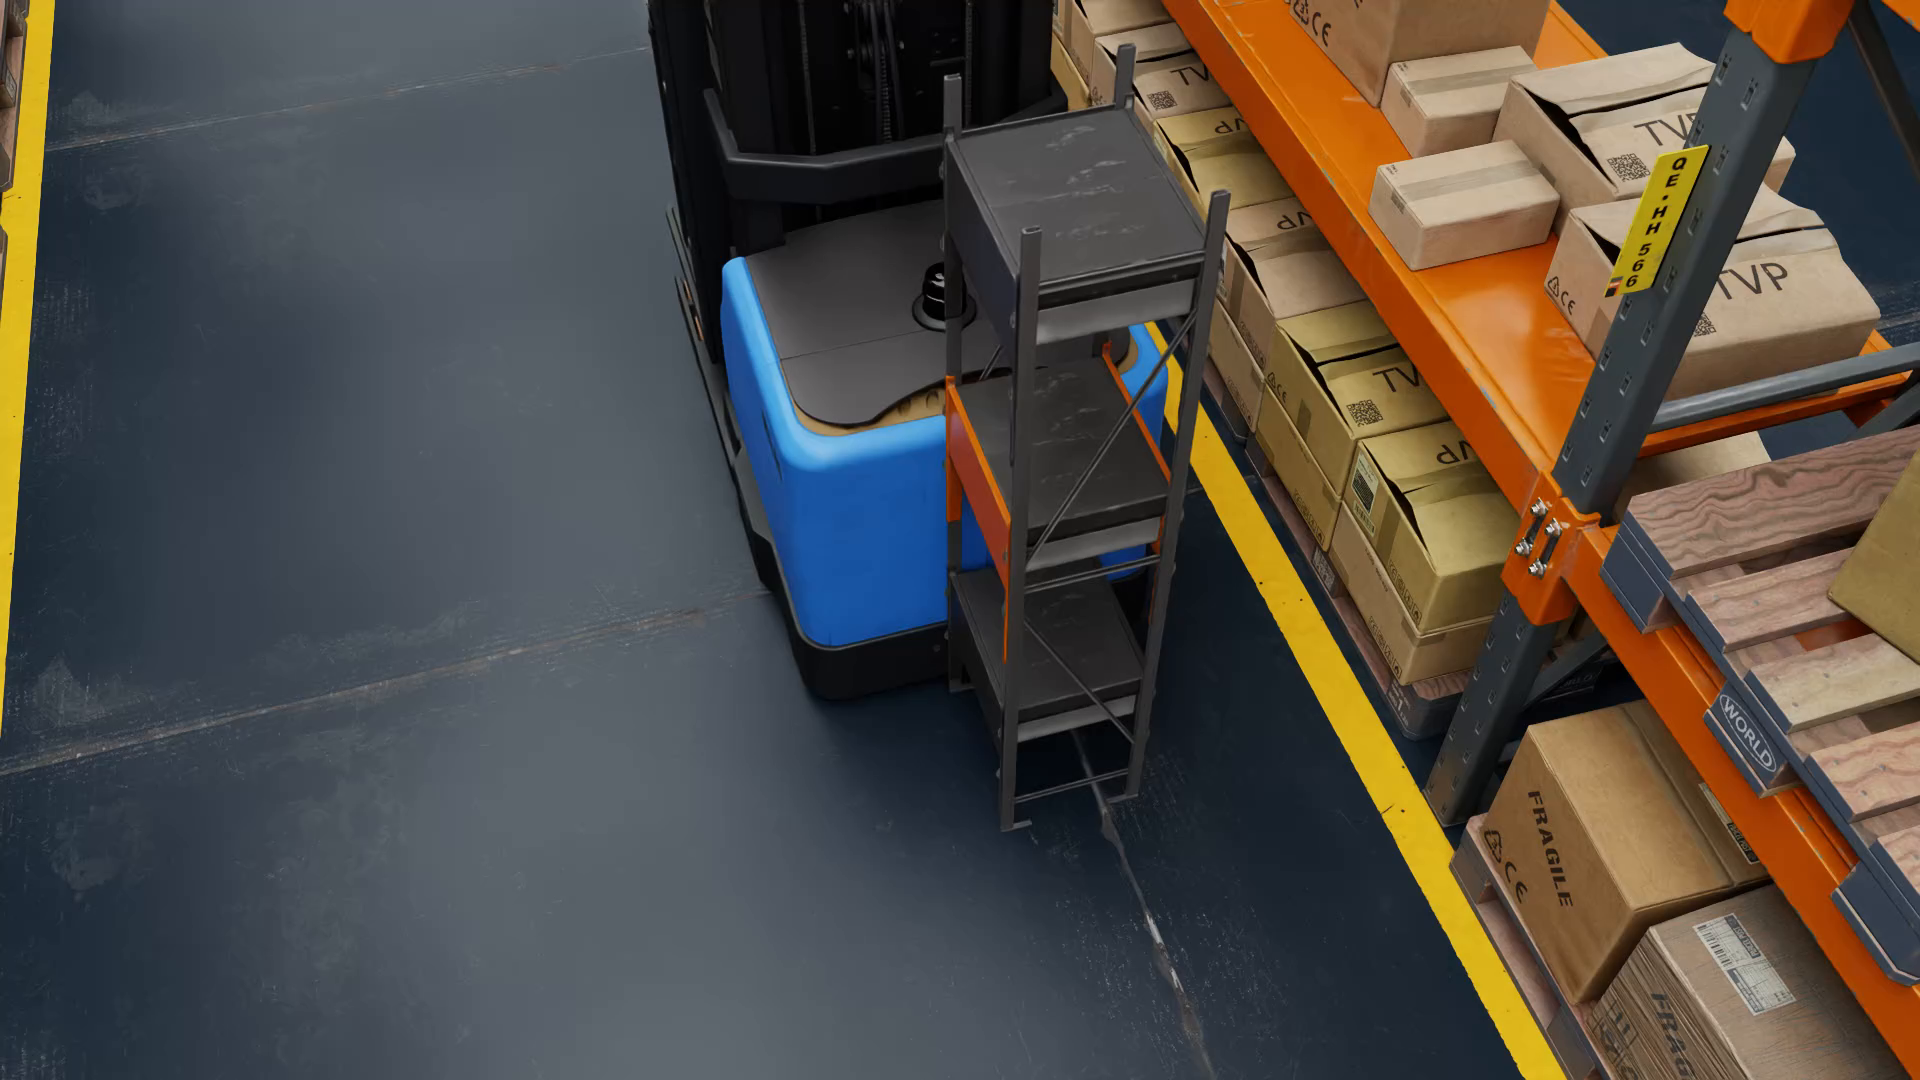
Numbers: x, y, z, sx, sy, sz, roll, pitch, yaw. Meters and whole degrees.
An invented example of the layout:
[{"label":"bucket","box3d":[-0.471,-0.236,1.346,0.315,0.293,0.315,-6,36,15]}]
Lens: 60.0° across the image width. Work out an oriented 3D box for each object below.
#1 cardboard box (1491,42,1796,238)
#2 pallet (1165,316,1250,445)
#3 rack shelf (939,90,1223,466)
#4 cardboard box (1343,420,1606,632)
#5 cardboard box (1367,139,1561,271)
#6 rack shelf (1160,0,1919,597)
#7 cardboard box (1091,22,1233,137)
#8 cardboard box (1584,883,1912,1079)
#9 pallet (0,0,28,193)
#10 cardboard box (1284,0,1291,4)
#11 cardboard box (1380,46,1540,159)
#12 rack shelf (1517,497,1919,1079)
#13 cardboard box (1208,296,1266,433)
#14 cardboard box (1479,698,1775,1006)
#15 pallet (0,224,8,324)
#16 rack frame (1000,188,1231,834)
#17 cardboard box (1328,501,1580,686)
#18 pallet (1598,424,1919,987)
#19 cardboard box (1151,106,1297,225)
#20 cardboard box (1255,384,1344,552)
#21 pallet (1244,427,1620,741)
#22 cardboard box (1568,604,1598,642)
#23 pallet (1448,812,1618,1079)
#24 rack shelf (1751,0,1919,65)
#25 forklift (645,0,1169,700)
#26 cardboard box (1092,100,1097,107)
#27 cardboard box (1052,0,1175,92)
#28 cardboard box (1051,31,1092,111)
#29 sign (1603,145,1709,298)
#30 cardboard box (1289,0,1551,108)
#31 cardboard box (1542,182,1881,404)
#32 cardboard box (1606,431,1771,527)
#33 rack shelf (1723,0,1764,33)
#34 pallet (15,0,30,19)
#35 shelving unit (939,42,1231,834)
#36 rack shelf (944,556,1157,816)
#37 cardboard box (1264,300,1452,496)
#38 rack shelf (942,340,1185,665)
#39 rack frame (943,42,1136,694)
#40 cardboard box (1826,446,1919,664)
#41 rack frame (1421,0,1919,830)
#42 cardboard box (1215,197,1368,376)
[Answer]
[{"label":"cardboard box","box3d":[1.708,-0.995,4.185,0.500,0.311,0.500,-14,51,-11]},{"label":"pallet","box3d":[1.224,-0.928,5.894,1.003,0.211,1.213,-13,51,-11]},{"label":"rack shelf","box3d":[0.232,-0.539,3.434,0.431,0.518,0.480,-13,51,-11]},{"label":"cardboard box","box3d":[1.397,-0.083,4.515,0.500,0.311,0.500,-12,51,-10]},{"label":"cardboard box","box3d":[1.257,-0.840,4.161,0.380,0.149,0.250,-13,51,-11]},{"label":"rack shelf","box3d":[1.196,-1.556,5.070,1.077,0.370,4.000,-13,51,-11]},{"label":"cardboard box","box3d":[0.786,-1.575,5.773,0.500,0.311,0.500,-15,51,-12]},{"label":"cardboard box","box3d":[1.809,1.115,3.695,0.500,0.500,0.500,-15,51,-12]},{"label":"pallet","box3d":[-4.288,-1.732,6.572,1.003,0.211,1.213,-13,51,-11]},{"label":"cardboard box","box3d":[1.120,-1.965,4.879,0.500,0.500,0.500,-13,51,-11]},{"label":"cardboard box","box3d":[1.356,-1.164,4.434,0.380,0.149,0.250,-10,51,-8]},{"label":"rack shelf","box3d":[2.379,1.366,2.607,1.077,0.370,4.000,-13,51,-11]},{"label":"cardboard box","box3d":[1.097,-0.649,5.359,0.500,0.250,0.500,-12,51,-10]},{"label":"cardboard box","box3d":[1.649,0.734,4.016,0.500,0.500,0.500,-11,51,-9]},{"label":"pallet","box3d":[-3.859,-0.667,5.675,1.003,0.211,1.213,-13,51,-11]},{"label":"rack frame","box3d":[0.303,0.081,3.808,0.400,2.100,0.015,-13,51,-11]},{"label":"cardboard box","box3d":[1.398,0.095,4.732,0.500,0.250,0.500,-12,51,-10]},{"label":"pallet","box3d":[2.055,0.214,3.233,1.213,0.211,1.003,-13,51,-11]},{"label":"cardboard box","box3d":[0.944,-1.197,5.454,0.500,0.311,0.500,-12,51,-10]},{"label":"cardboard box","box3d":[1.243,-0.281,5.048,0.500,0.250,0.500,-14,51,-11]},{"label":"pallet","box3d":[1.581,-0.038,5.144,1.003,0.211,1.213,-13,51,-11]},{"label":"cardboard box","box3d":[1.913,-0.025,4.833,0.500,0.250,0.500,-13,51,-11]},{"label":"pallet","box3d":[1.972,1.126,4.163,1.003,0.211,1.213,-13,51,-11]},{"label":"rack shelf","box3d":[2.379,0.399,1.460,1.077,0.370,4.000,-13,51,-11]},{"label":"forklift","box3d":[-0.365,-1.644,4.719,1.130,2.935,3.031,-13,51,-11]},{"label":"cardboard box","box3d":[0.792,-1.395,5.988,0.500,0.250,0.500,-15,51,-12]},{"label":"cardboard box","box3d":[0.631,-1.953,6.092,0.500,0.311,0.500,-14,51,-11]},{"label":"cardboard box","box3d":[0.637,-1.773,6.307,0.500,0.250,0.500,-12,51,-10]},{"label":"sign","box3d":[1.258,-0.572,3.013,0.100,0.325,0.005,-13,51,-11]},{"label":"cardboard box","box3d":[1.275,-1.581,4.555,0.500,0.500,0.500,-16,52,-13]},{"label":"cardboard box","box3d":[1.721,-0.574,3.830,0.500,0.311,0.500,-10,51,-9]},{"label":"cardboard box","box3d":[1.913,-0.206,4.618,0.500,0.311,0.500,-12,51,-10]},{"label":"rack shelf","box3d":[1.196,-2.522,3.923,1.077,0.370,4.000,-13,51,-11]},{"label":"pallet","box3d":[-4.652,-2.625,7.325,1.003,0.211,1.213,-13,51,-11]},{"label":"shelving unit","box3d":[0.232,-0.097,3.959,0.431,2.100,0.503,-13,51,-11]},{"label":"rack shelf","box3d":[0.232,0.363,4.504,0.431,0.518,0.480,-13,51,-11]},{"label":"cardboard box","box3d":[1.237,-0.462,4.834,0.500,0.311,0.500,-14,51,-12]},{"label":"rack shelf","box3d":[0.232,-0.088,3.969,0.431,0.518,0.480,-13,51,-11]},{"label":"rack frame","box3d":[0.160,-0.276,4.109,0.400,2.100,0.015,-13,51,-11]},{"label":"cardboard box","box3d":[2.081,-0.060,2.998,0.700,0.500,0.500,-30,56,-23]},{"label":"rack frame","box3d":[1.787,-0.327,3.564,1.000,3.000,0.127,-13,51,-11]},{"label":"cardboard box","box3d":[1.090,-0.831,5.146,0.500,0.311,0.500,-14,51,-11]}]
